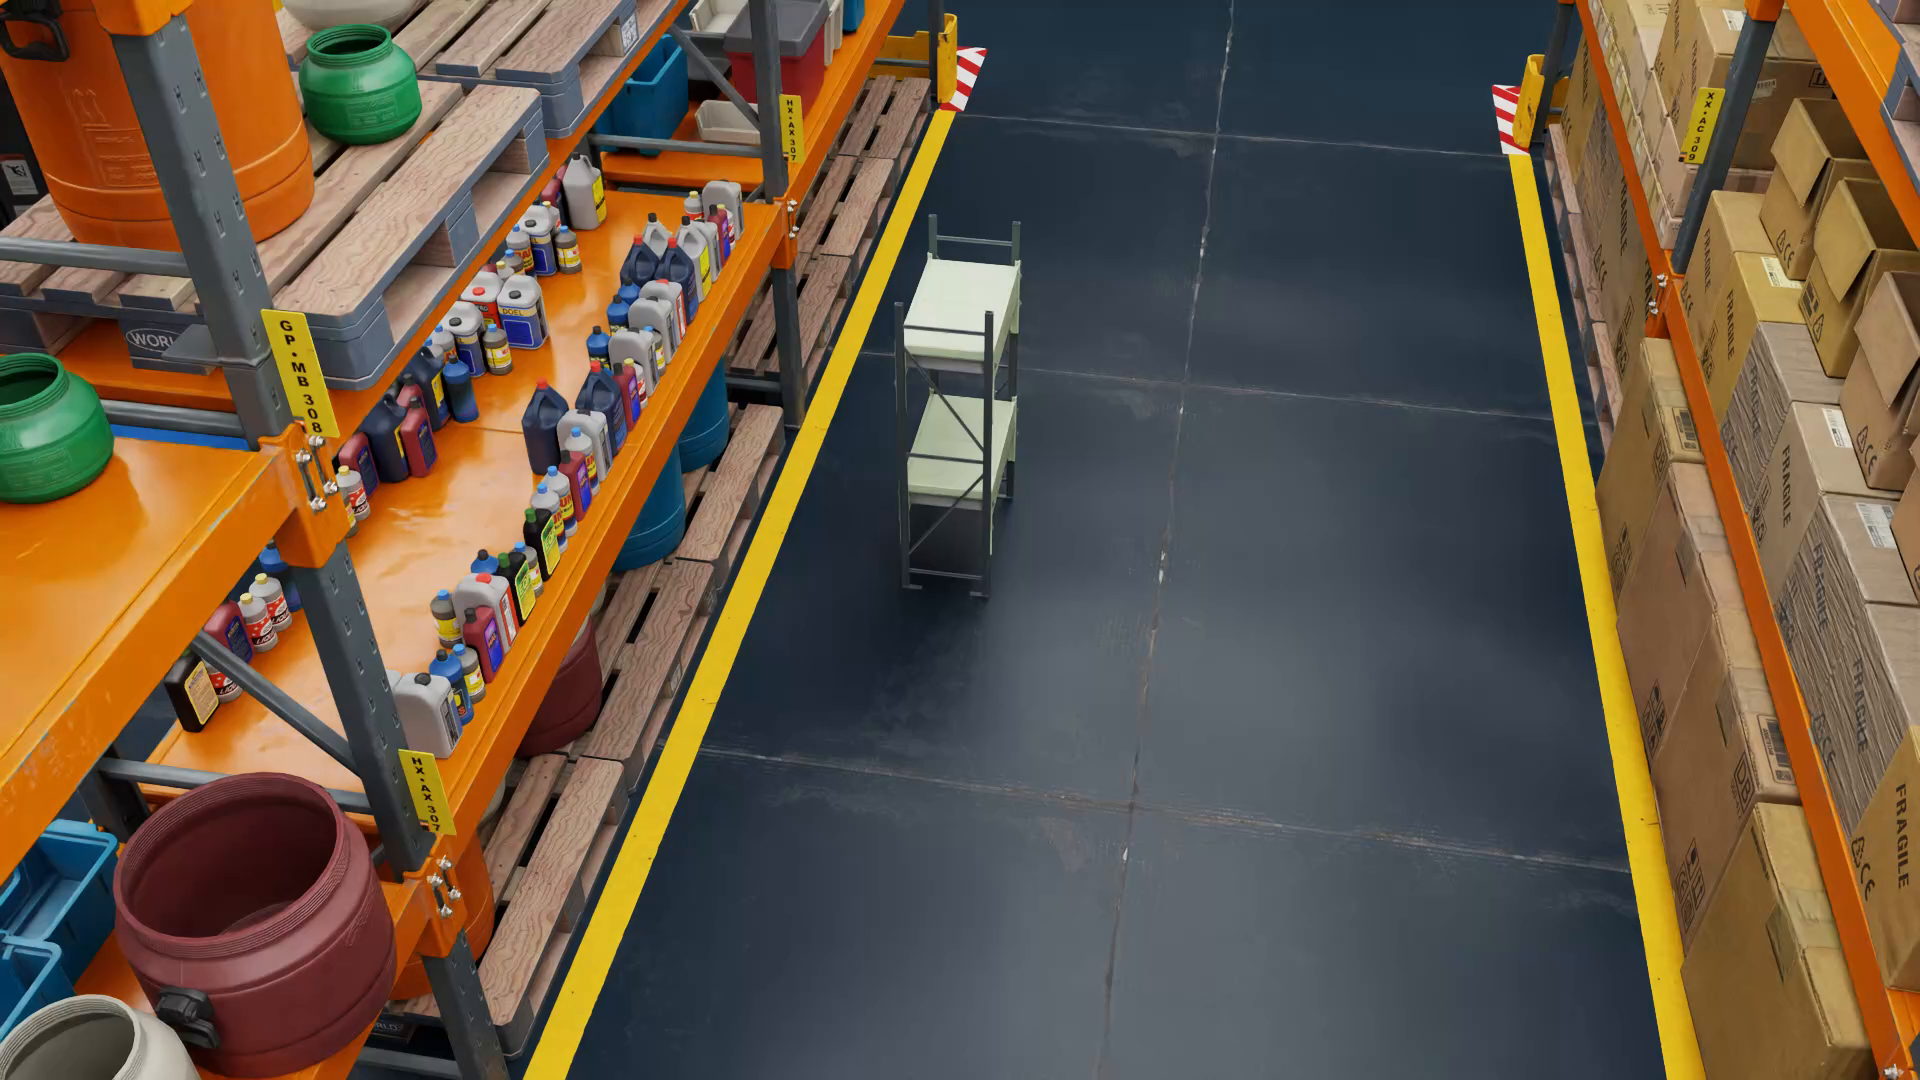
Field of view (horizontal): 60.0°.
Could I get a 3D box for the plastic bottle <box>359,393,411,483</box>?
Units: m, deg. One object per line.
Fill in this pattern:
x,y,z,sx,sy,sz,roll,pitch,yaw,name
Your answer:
-2.077,-0.398,6.013,0.144,0.351,0.185,6,40,8,plastic bottle

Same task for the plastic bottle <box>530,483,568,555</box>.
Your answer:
-1.410,-0.078,5.689,0.097,0.271,0.097,0,40,0,plastic bottle

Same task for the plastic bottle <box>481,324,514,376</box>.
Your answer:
-1.830,-0.760,6.568,0.097,0.201,0.097,0,40,0,plastic bottle

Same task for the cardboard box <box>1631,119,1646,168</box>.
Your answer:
3.441,-1.882,7.967,0.380,0.149,0.250,7,40,9,cardboard box

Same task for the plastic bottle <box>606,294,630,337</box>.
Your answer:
-1.350,-0.853,6.626,0.097,0.271,0.097,0,40,0,plastic bottle

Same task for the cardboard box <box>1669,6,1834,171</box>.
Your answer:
3.394,-1.932,7.125,0.500,0.500,0.500,7,40,9,cardboard box

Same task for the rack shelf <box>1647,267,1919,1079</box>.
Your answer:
3.231,0.265,5.737,1.077,0.370,4.000,6,40,8,rack shelf

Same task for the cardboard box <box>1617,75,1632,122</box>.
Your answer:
3.530,-2.205,8.357,0.380,0.149,0.250,6,40,7,cardboard box

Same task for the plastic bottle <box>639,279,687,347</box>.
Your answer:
-1.201,-0.937,6.724,0.152,0.276,0.135,6,40,8,plastic bottle

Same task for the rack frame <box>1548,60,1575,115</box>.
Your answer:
4.273,-3.778,10.062,0.949,2.616,0.053,6,40,8,rack frame

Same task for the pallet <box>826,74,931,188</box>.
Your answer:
-0.789,-2.736,10.991,1.003,0.211,1.213,6,40,8,pallet

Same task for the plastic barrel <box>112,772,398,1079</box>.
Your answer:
-1.775,0.969,4.214,0.600,0.536,0.708,6,40,8,plastic barrel

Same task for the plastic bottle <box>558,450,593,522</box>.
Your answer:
-1.355,-0.215,5.844,0.061,0.283,0.133,6,40,8,plastic bottle

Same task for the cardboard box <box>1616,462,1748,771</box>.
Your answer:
3.333,0.354,6.402,1.225,0.875,0.875,5,40,6,cardboard box

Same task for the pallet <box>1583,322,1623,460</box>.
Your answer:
3.786,-0.662,8.481,1.003,0.211,1.213,6,40,8,pallet

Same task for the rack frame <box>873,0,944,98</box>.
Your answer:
-0.609,-4.324,10.723,1.000,3.000,0.127,6,40,8,rack frame

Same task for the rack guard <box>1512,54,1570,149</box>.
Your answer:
4.274,-2.830,10.877,1.175,0.500,0.348,6,40,8,rack guard

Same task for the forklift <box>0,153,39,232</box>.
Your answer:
-4.467,-1.561,7.434,3.031,2.935,1.121,-3,40,-3,forklift

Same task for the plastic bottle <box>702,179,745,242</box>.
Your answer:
-1.051,-1.483,7.384,0.152,0.276,0.135,6,40,8,plastic bottle

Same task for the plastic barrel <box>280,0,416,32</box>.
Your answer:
-1.835,-1.803,4.883,0.433,0.535,0.433,0,40,0,plastic barrel

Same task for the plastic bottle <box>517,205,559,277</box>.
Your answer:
-1.819,-1.288,7.148,0.152,0.276,0.135,6,40,8,plastic bottle

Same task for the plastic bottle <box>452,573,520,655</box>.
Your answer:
-1.520,0.218,5.326,0.152,0.276,0.135,6,40,8,plastic bottle

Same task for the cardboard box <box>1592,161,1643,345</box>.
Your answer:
3.926,-1.581,8.743,0.875,0.875,0.875,6,40,8,cardboard box

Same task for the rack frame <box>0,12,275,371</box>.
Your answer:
-1.993,-1.616,2.739,1.000,3.000,0.127,6,40,8,rack frame

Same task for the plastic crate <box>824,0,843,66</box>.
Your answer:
-0.855,-2.729,8.840,0.437,0.282,0.530,6,40,8,plastic crate

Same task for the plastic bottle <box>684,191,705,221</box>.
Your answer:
-1.177,-1.456,7.410,0.097,0.201,0.097,0,40,0,plastic bottle

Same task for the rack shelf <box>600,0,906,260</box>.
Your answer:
-0.955,-2.792,9.434,1.077,0.370,4.000,6,40,8,rack shelf

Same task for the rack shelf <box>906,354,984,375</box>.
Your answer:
-0.001,-0.930,7.070,0.332,0.071,0.664,6,40,8,rack shelf

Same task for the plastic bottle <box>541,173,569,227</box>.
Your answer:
-1.807,-1.502,7.401,0.061,0.283,0.133,6,40,8,plastic bottle

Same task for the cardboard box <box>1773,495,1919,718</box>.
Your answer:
2.905,0.229,5.138,0.500,0.500,0.500,5,40,6,cardboard box

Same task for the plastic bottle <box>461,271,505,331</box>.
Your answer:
-1.916,-0.936,6.723,0.152,0.276,0.135,6,40,8,plastic bottle

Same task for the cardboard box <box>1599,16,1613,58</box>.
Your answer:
3.663,-2.688,8.941,0.380,0.149,0.250,6,40,7,cardboard box

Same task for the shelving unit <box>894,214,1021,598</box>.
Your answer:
-0.001,-0.574,7.364,0.431,1.500,0.755,6,40,8,shelving unit

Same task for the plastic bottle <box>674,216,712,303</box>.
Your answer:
-1.138,-1.182,6.961,0.144,0.351,0.185,6,40,8,plastic bottle

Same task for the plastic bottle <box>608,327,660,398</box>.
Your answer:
-1.264,-0.707,6.446,0.152,0.276,0.135,6,40,8,plastic bottle

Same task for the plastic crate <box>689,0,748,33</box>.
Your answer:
-1.295,-2.861,9.113,0.293,0.136,0.466,6,40,8,plastic crate

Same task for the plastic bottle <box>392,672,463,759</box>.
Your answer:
-1.600,0.508,4.975,0.152,0.276,0.135,6,40,8,plastic bottle

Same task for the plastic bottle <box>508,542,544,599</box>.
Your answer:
-1.450,0.093,5.536,0.097,0.201,0.097,0,40,0,plastic bottle

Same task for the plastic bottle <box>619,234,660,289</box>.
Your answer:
-1.311,-1.082,6.840,0.144,0.351,0.185,6,40,8,plastic bottle

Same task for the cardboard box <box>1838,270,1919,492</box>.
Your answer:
3.253,-0.470,5.195,0.797,0.503,0.637,8,40,9,cardboard box

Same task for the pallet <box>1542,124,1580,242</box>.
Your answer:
4.208,-2.193,10.334,1.003,0.211,1.213,6,40,8,pallet

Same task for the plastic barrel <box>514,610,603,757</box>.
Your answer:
-1.730,0.446,6.516,0.600,0.588,0.708,6,40,8,plastic barrel

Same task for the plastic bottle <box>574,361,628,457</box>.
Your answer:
-1.328,-0.491,6.125,0.144,0.351,0.185,6,40,8,plastic bottle

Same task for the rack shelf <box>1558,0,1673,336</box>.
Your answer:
3.924,-2.246,8.773,1.077,0.370,4.000,6,40,8,rack shelf

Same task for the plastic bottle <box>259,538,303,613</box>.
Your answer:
-2.232,0.108,5.463,0.097,0.271,0.097,0,40,0,plastic bottle

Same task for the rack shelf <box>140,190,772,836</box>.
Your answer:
-1.647,-0.357,6.335,0.919,0.124,3.809,6,40,8,rack shelf

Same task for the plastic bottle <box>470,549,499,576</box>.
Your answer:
-1.533,0.143,5.420,0.097,0.271,0.097,0,40,0,plastic bottle

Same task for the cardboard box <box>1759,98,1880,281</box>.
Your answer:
3.475,-1.291,6.189,0.797,0.503,0.637,5,40,7,cardboard box

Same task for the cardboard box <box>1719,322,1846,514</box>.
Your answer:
3.079,-0.415,5.917,0.500,0.500,0.500,6,40,7,cardboard box

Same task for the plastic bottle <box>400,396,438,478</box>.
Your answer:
-1.971,-0.377,6.040,0.061,0.283,0.133,6,40,8,plastic bottle

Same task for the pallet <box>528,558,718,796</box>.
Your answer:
-1.684,0.508,7.066,1.003,0.211,1.213,6,40,8,pallet

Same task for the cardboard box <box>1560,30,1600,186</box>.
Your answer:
4.238,-2.711,10.109,0.875,0.875,0.875,6,40,8,cardboard box

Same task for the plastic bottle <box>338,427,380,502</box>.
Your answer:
-2.145,-0.277,5.919,0.061,0.283,0.133,6,40,8,plastic bottle

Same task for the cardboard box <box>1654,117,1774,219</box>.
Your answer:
3.395,-1.631,7.349,0.500,0.250,0.500,6,40,7,cardboard box

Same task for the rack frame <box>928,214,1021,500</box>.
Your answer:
0.062,-0.804,7.642,0.400,1.500,0.023,6,40,8,rack frame

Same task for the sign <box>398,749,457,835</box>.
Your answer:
-1.450,0.690,4.530,0.100,0.325,0.005,6,40,8,sign

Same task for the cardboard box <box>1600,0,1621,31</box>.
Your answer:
3.747,-2.921,8.911,0.500,0.250,0.500,5,40,6,cardboard box

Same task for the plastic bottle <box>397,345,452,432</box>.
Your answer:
-2.022,-0.598,6.254,0.144,0.351,0.185,6,40,8,plastic bottle

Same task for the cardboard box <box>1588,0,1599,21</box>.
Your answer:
3.752,-3.009,9.329,0.380,0.149,0.250,6,40,7,cardboard box
